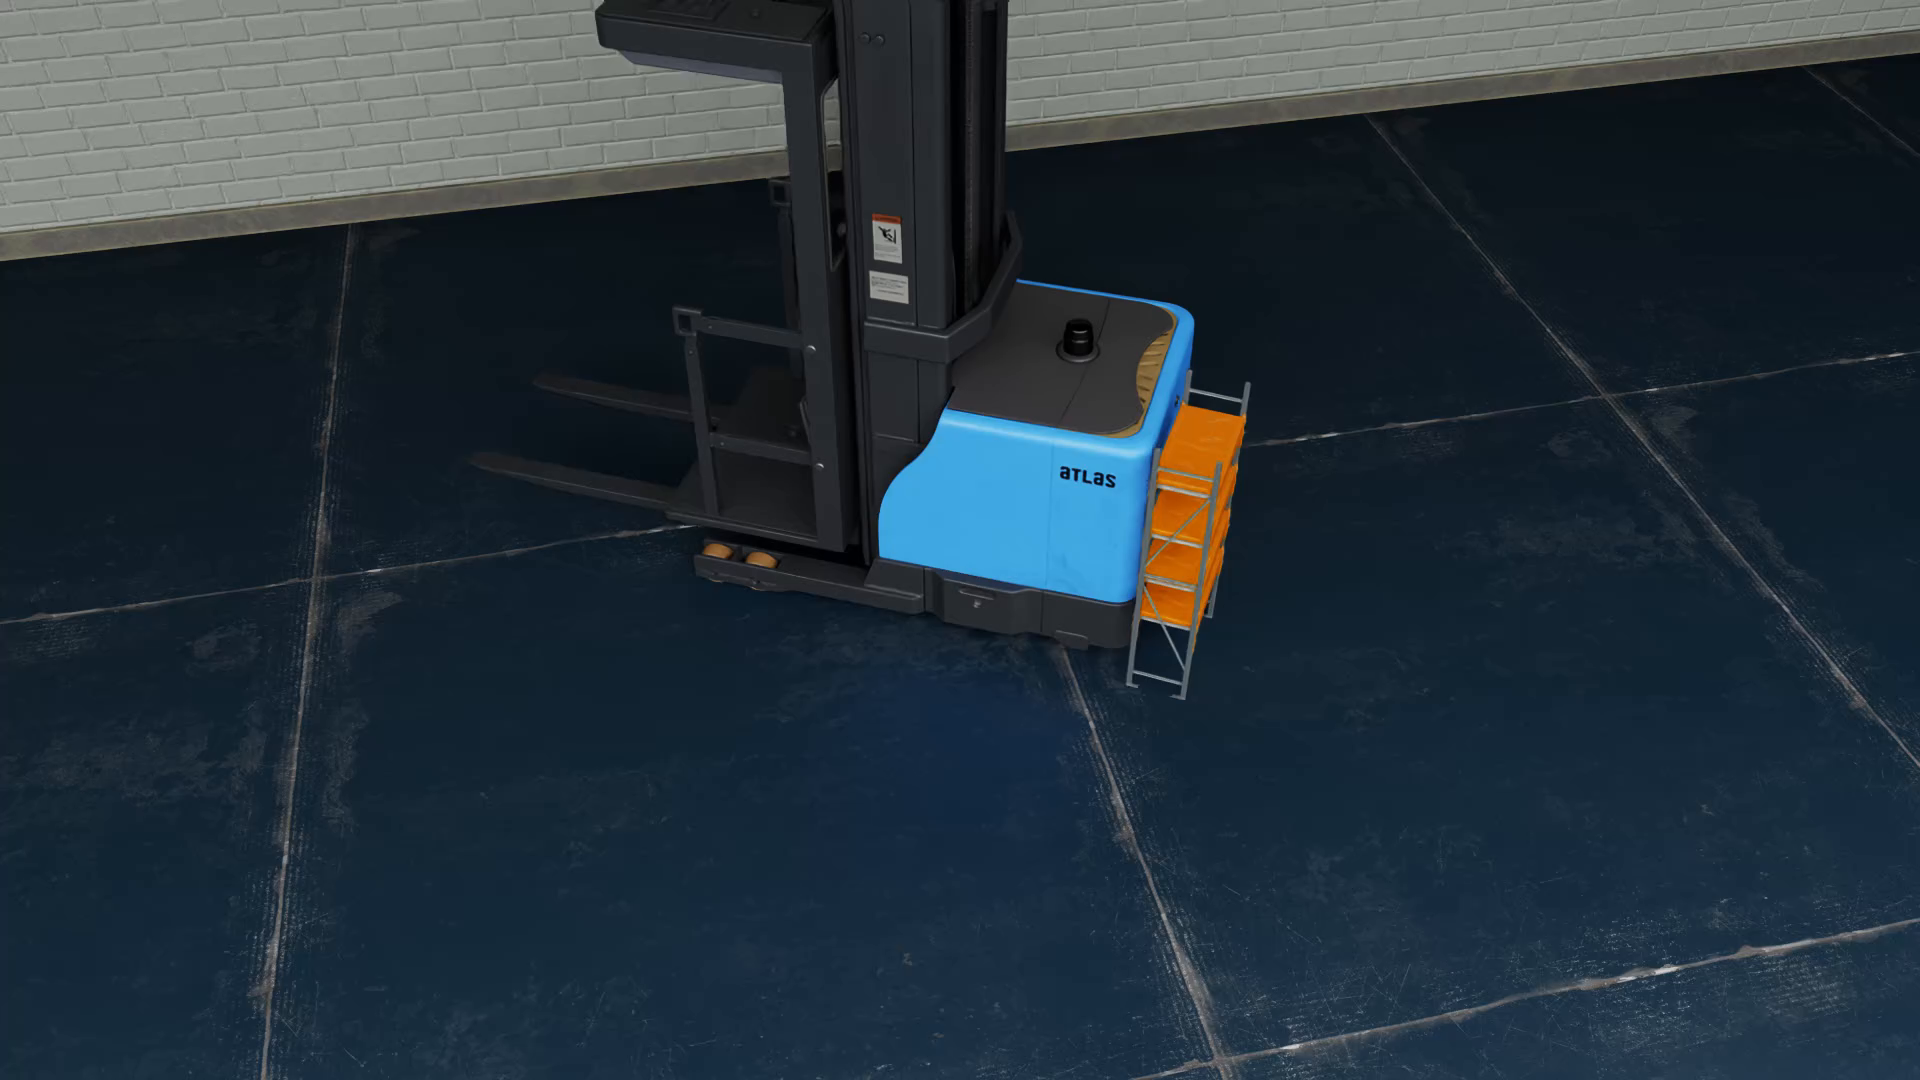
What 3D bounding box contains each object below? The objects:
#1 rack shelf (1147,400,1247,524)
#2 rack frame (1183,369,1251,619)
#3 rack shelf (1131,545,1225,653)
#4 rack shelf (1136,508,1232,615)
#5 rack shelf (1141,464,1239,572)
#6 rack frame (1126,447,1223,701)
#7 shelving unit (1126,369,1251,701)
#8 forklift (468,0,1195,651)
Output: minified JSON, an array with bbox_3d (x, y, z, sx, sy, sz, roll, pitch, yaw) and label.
[{"bbox_3d":[0.868,-0.291,6.079,0.258,0.148,0.480,14,43,13],"label":"rack shelf"},{"bbox_3d":[0.941,-0.152,6.514,0.240,1.200,0.015,14,43,13],"label":"rack frame"},{"bbox_3d":[0.857,0.199,6.519,0.258,0.148,0.480,14,43,13],"label":"rack shelf"},{"bbox_3d":[0.861,0.051,6.386,0.258,0.148,0.480,14,43,13],"label":"rack shelf"},{"bbox_3d":[0.864,-0.115,6.237,0.258,0.148,0.480,14,43,13],"label":"rack shelf"},{"bbox_3d":[0.782,0.154,6.169,0.240,1.200,0.015,14,43,13],"label":"rack frame"},{"bbox_3d":[0.862,0.001,6.341,0.258,1.200,0.503,14,43,13],"label":"shelving unit"},{"bbox_3d":[-0.618,-1.205,6.400,3.031,2.935,1.130,11,43,12],"label":"forklift"}]
